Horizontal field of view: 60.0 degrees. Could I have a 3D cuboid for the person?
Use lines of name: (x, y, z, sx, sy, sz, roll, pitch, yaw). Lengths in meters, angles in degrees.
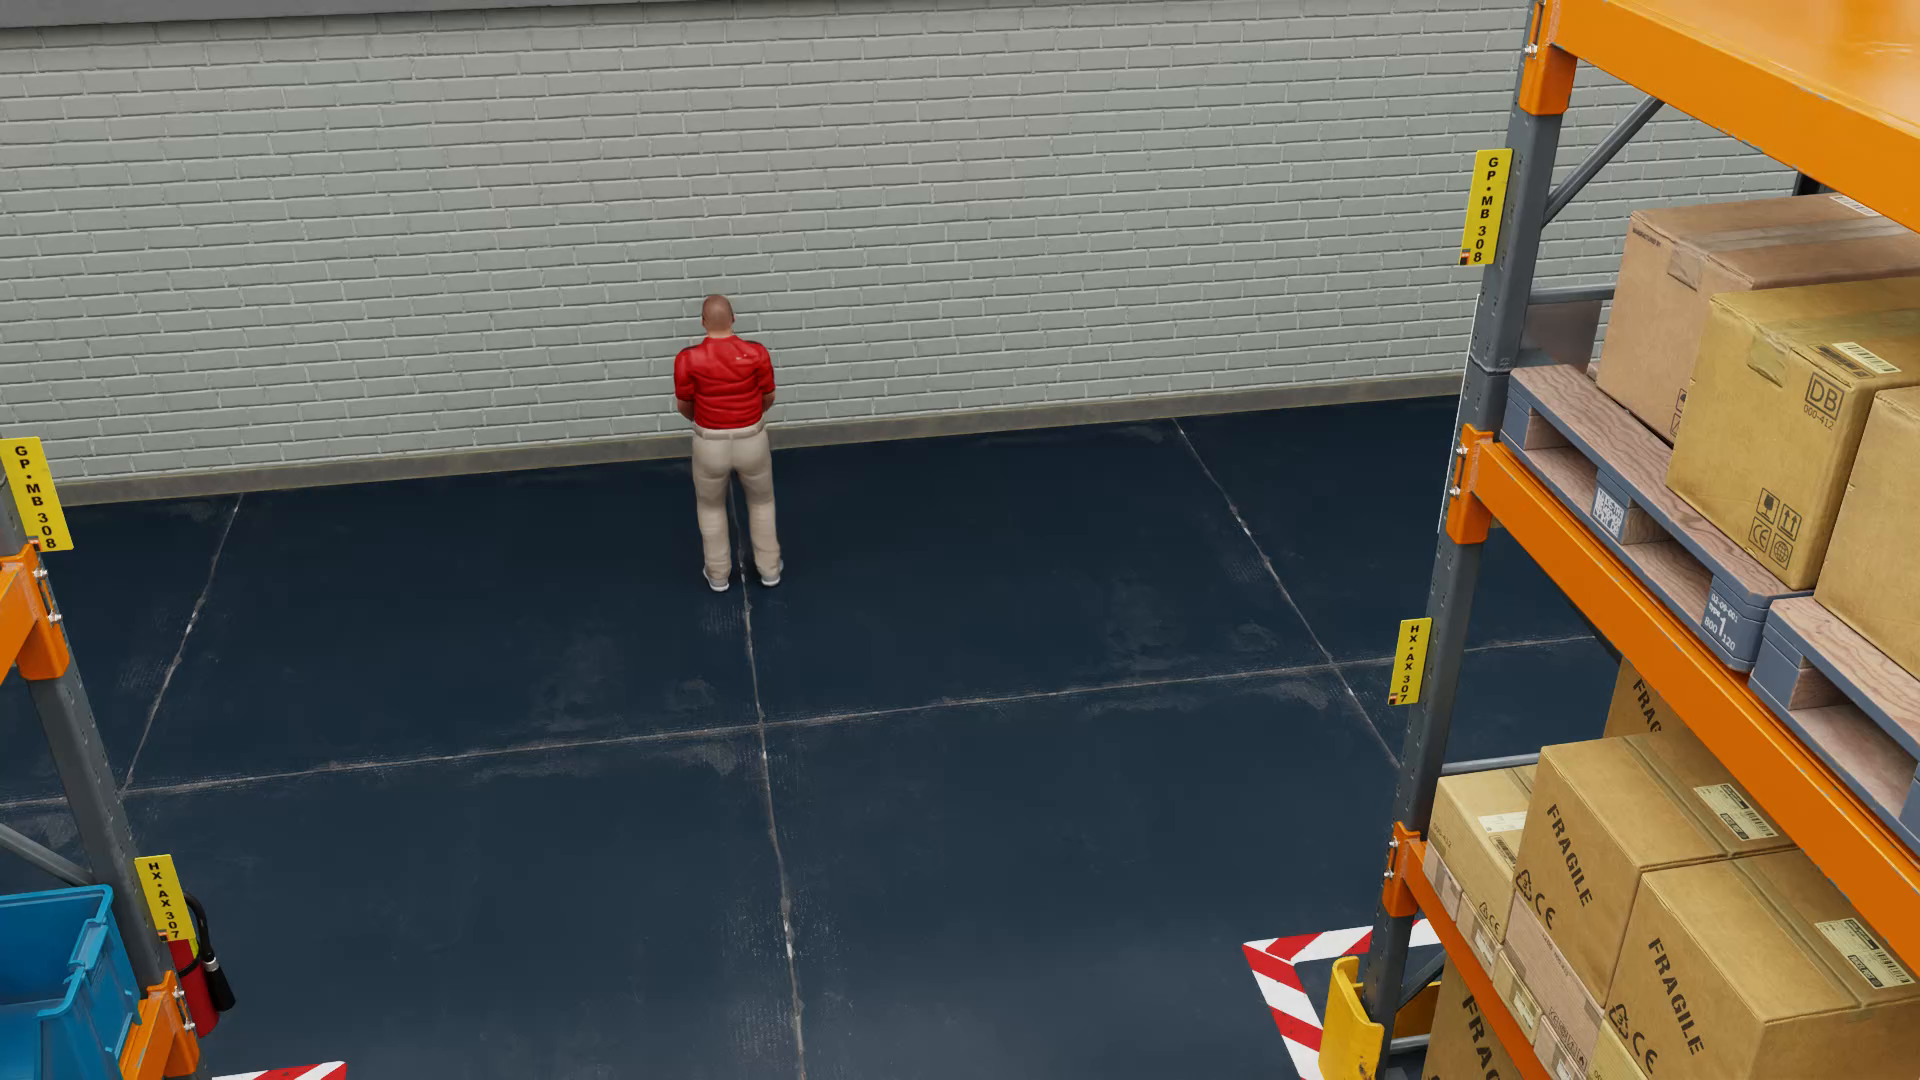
person: (-1.262, -0.547, 9.075, 0.530, 1.733, 0.483, -6, 31, -9)
